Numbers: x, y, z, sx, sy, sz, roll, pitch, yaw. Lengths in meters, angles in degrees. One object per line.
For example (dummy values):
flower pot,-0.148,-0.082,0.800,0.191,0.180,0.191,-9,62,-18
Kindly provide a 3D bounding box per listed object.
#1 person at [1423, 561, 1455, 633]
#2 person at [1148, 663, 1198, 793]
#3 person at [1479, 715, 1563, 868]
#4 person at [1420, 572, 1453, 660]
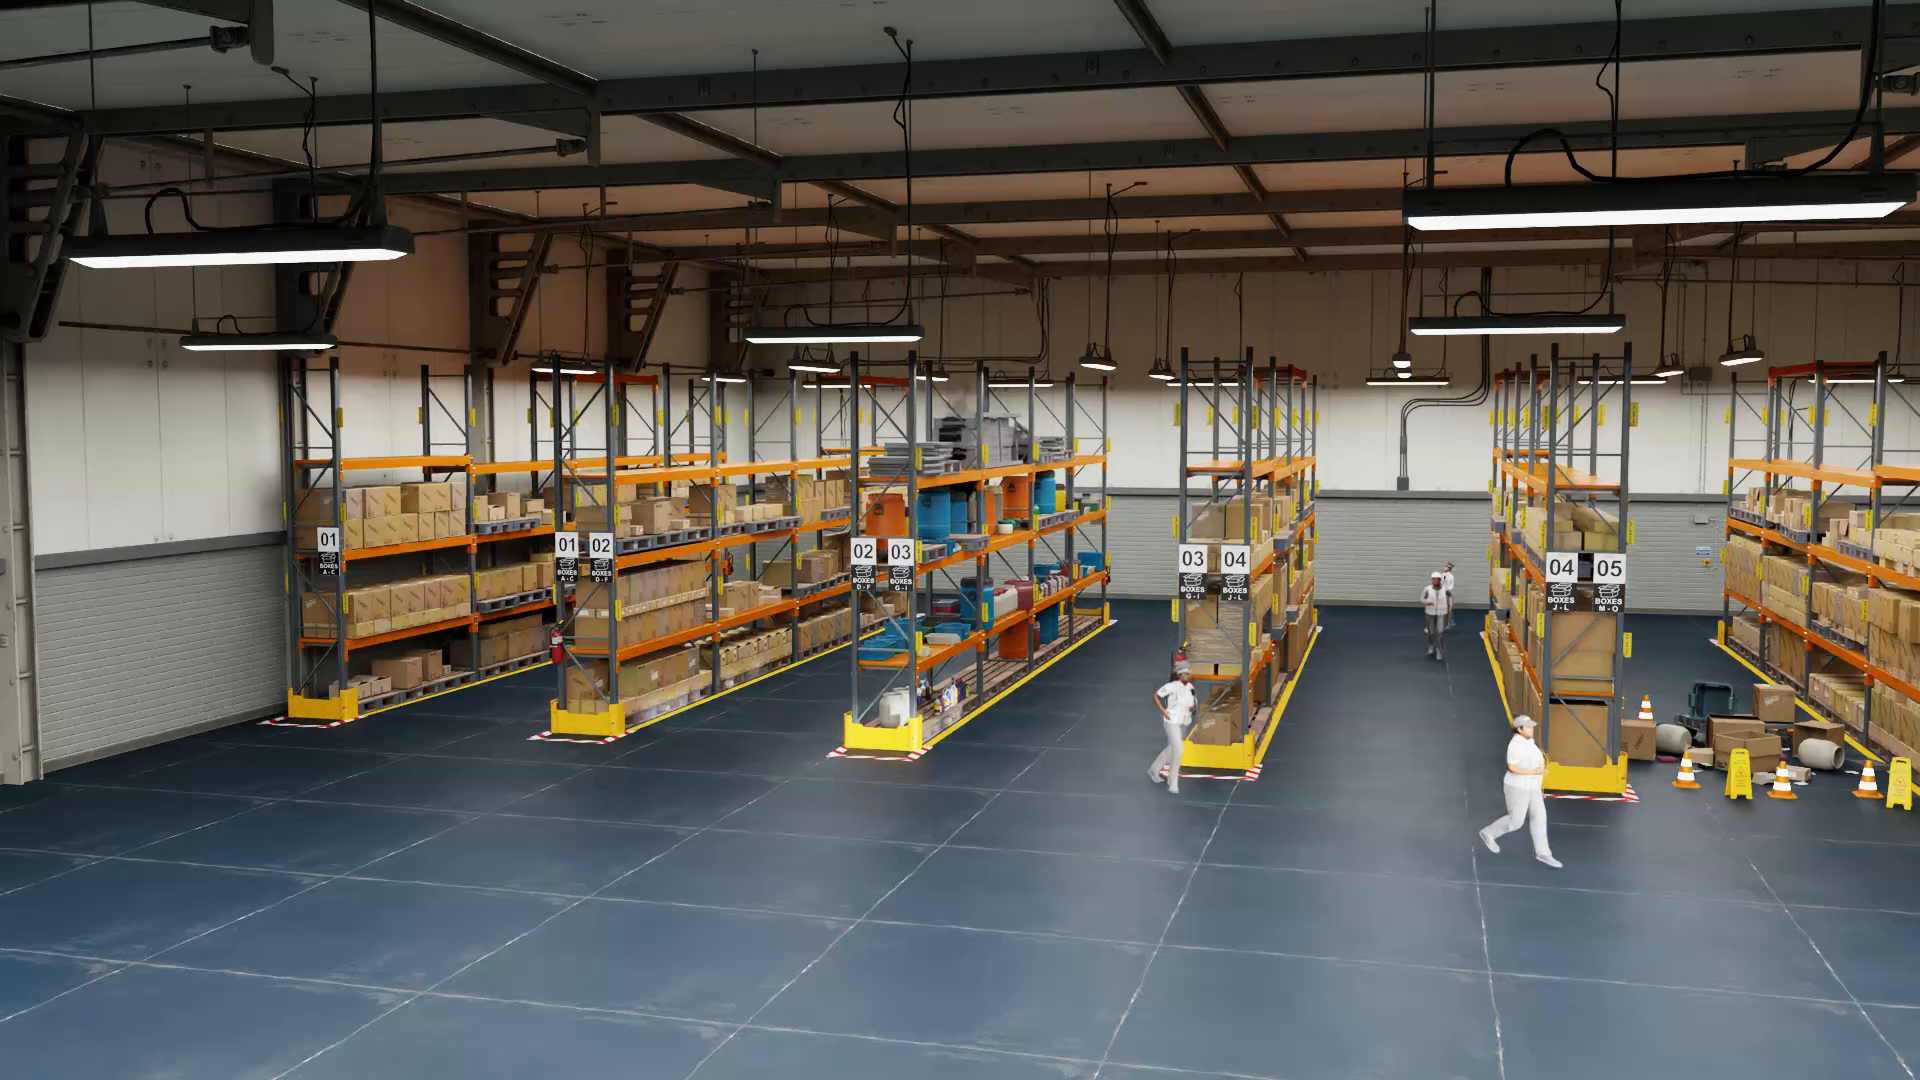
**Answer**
person,11.233,1.317,38.662,0.868,1.685,0.623,-2,5,-22
person,2.909,2.529,22.607,0.591,1.751,0.690,-3,5,-38
person,6.303,2.791,18.649,0.924,1.666,0.606,4,6,43
person,9.941,1.574,34.716,0.669,1.837,0.790,1,4,15
